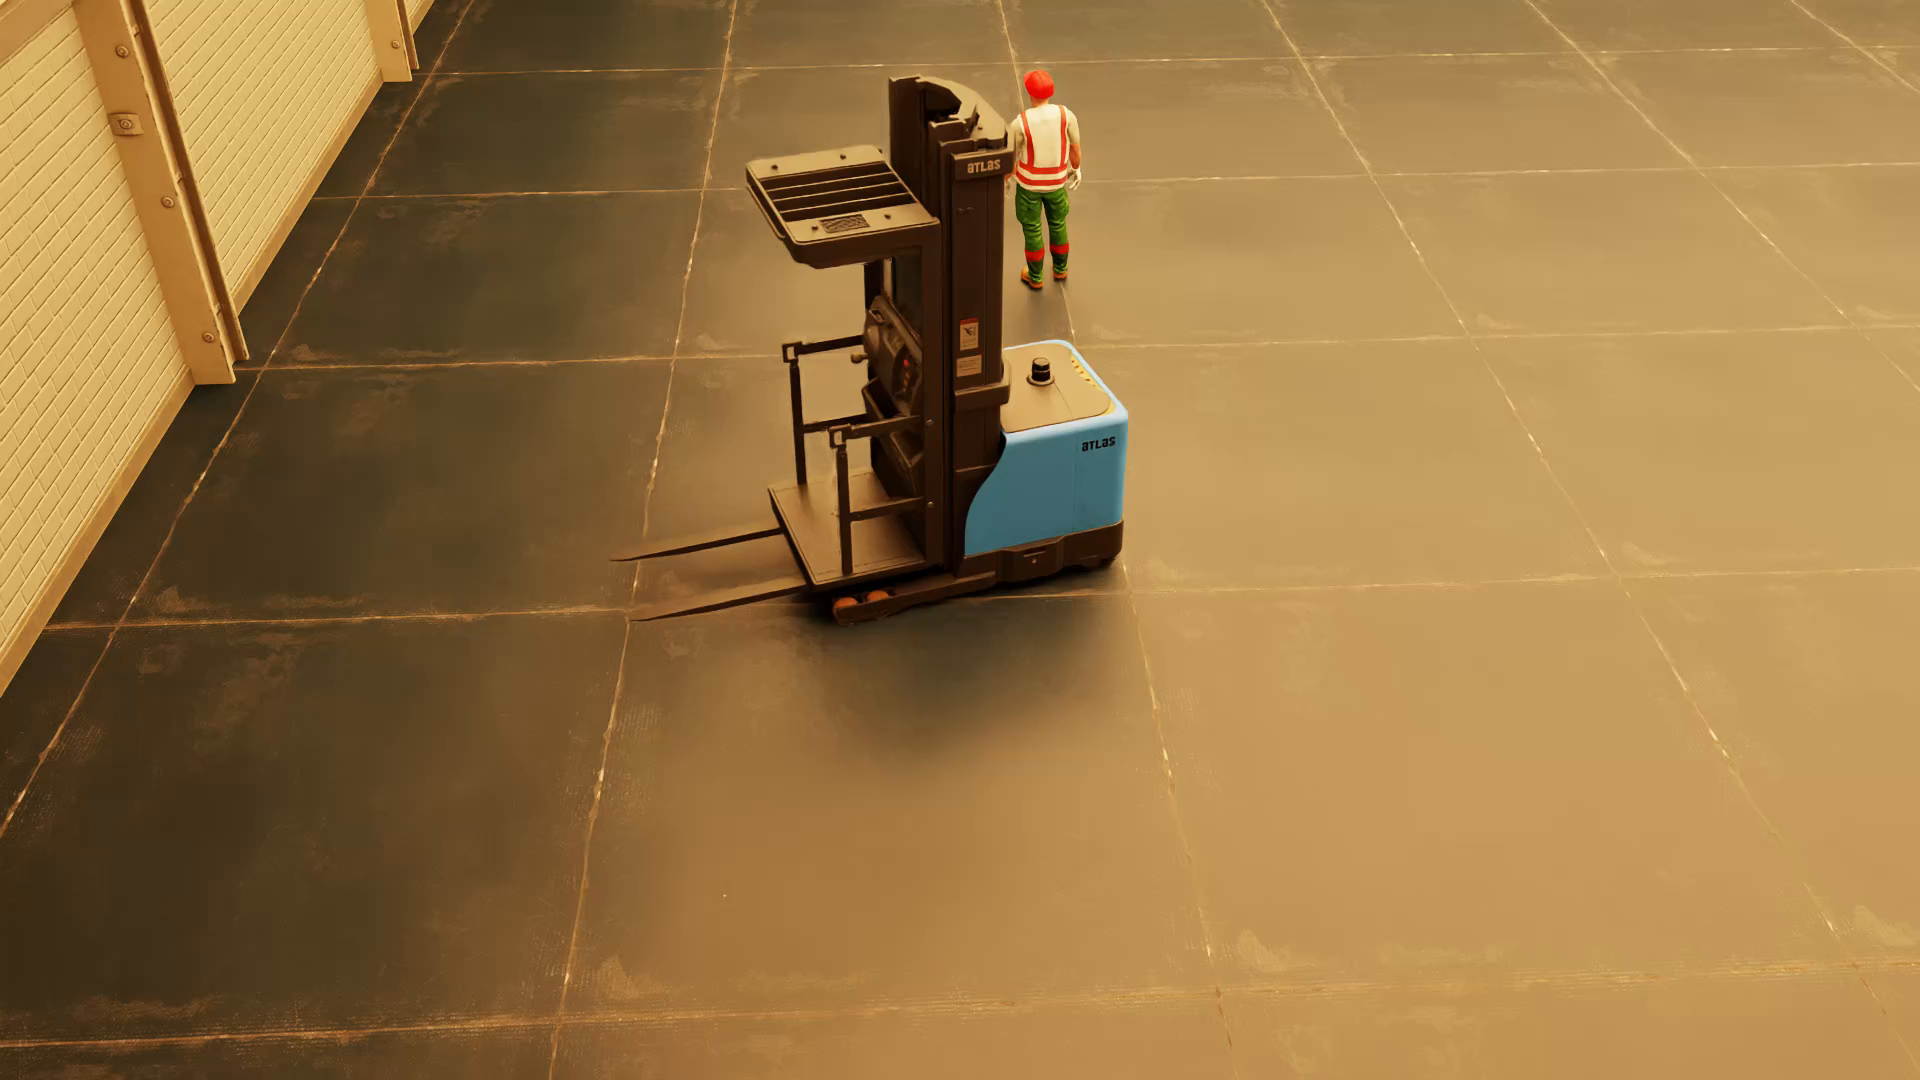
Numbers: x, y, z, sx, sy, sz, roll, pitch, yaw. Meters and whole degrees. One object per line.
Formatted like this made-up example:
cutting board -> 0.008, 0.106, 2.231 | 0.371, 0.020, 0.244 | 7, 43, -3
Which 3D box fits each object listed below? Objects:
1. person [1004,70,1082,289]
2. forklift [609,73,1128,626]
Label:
person -> 0.611, -2.796, 12.806 | 0.637, 1.787, 0.564 | -7, 37, -9
forklift -> -0.571, -1.031, 9.426 | 3.031, 2.935, 1.130 | -12, 38, -16
